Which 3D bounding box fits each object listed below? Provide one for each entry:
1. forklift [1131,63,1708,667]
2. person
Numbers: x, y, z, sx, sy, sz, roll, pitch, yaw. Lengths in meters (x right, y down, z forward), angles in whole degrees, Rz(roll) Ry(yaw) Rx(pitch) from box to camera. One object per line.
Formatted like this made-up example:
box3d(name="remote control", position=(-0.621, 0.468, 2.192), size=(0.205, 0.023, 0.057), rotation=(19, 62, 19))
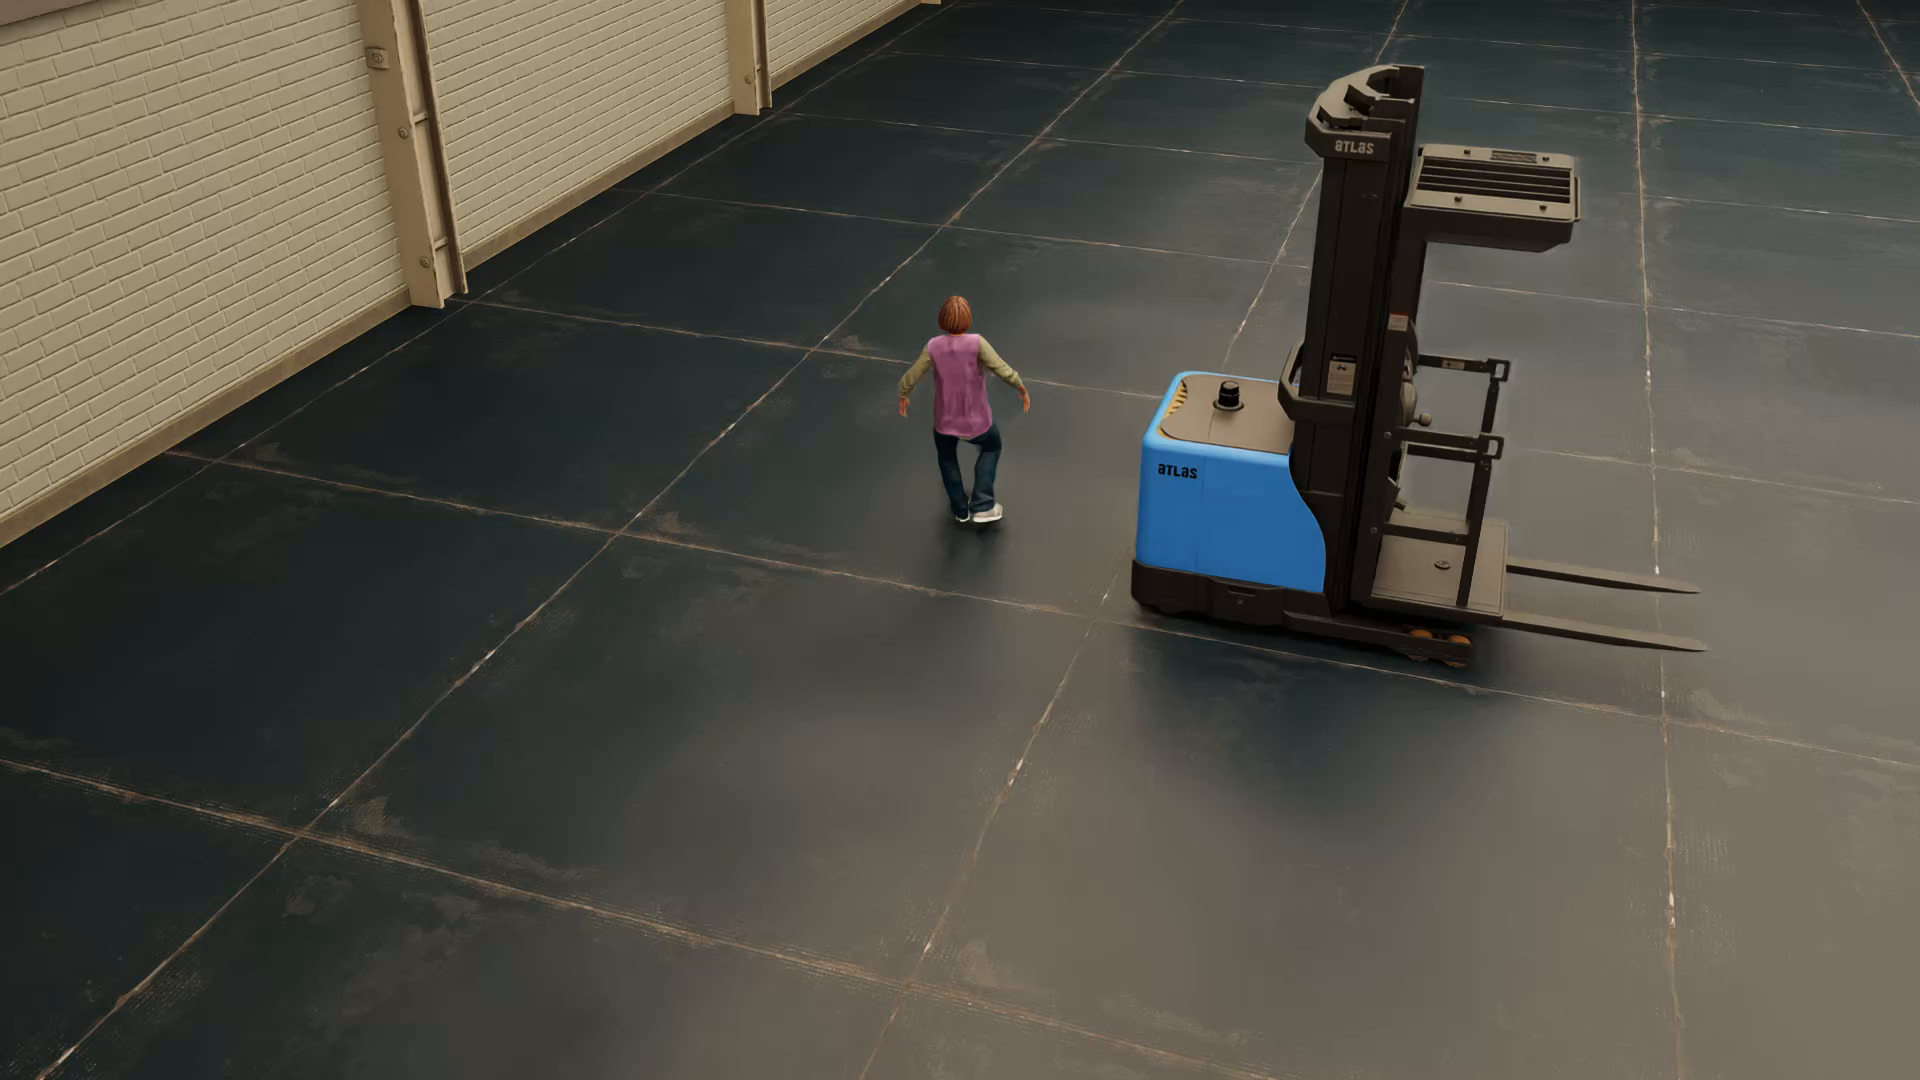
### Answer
box3d(name="forklift", position=(2.542, -0.889, 8.696), size=(3.031, 2.935, 1.130), rotation=(9, 31, 15))
box3d(name="person", position=(0.036, -0.753, 9.897), size=(0.767, 1.548, 0.589), rotation=(7, 30, 12))
